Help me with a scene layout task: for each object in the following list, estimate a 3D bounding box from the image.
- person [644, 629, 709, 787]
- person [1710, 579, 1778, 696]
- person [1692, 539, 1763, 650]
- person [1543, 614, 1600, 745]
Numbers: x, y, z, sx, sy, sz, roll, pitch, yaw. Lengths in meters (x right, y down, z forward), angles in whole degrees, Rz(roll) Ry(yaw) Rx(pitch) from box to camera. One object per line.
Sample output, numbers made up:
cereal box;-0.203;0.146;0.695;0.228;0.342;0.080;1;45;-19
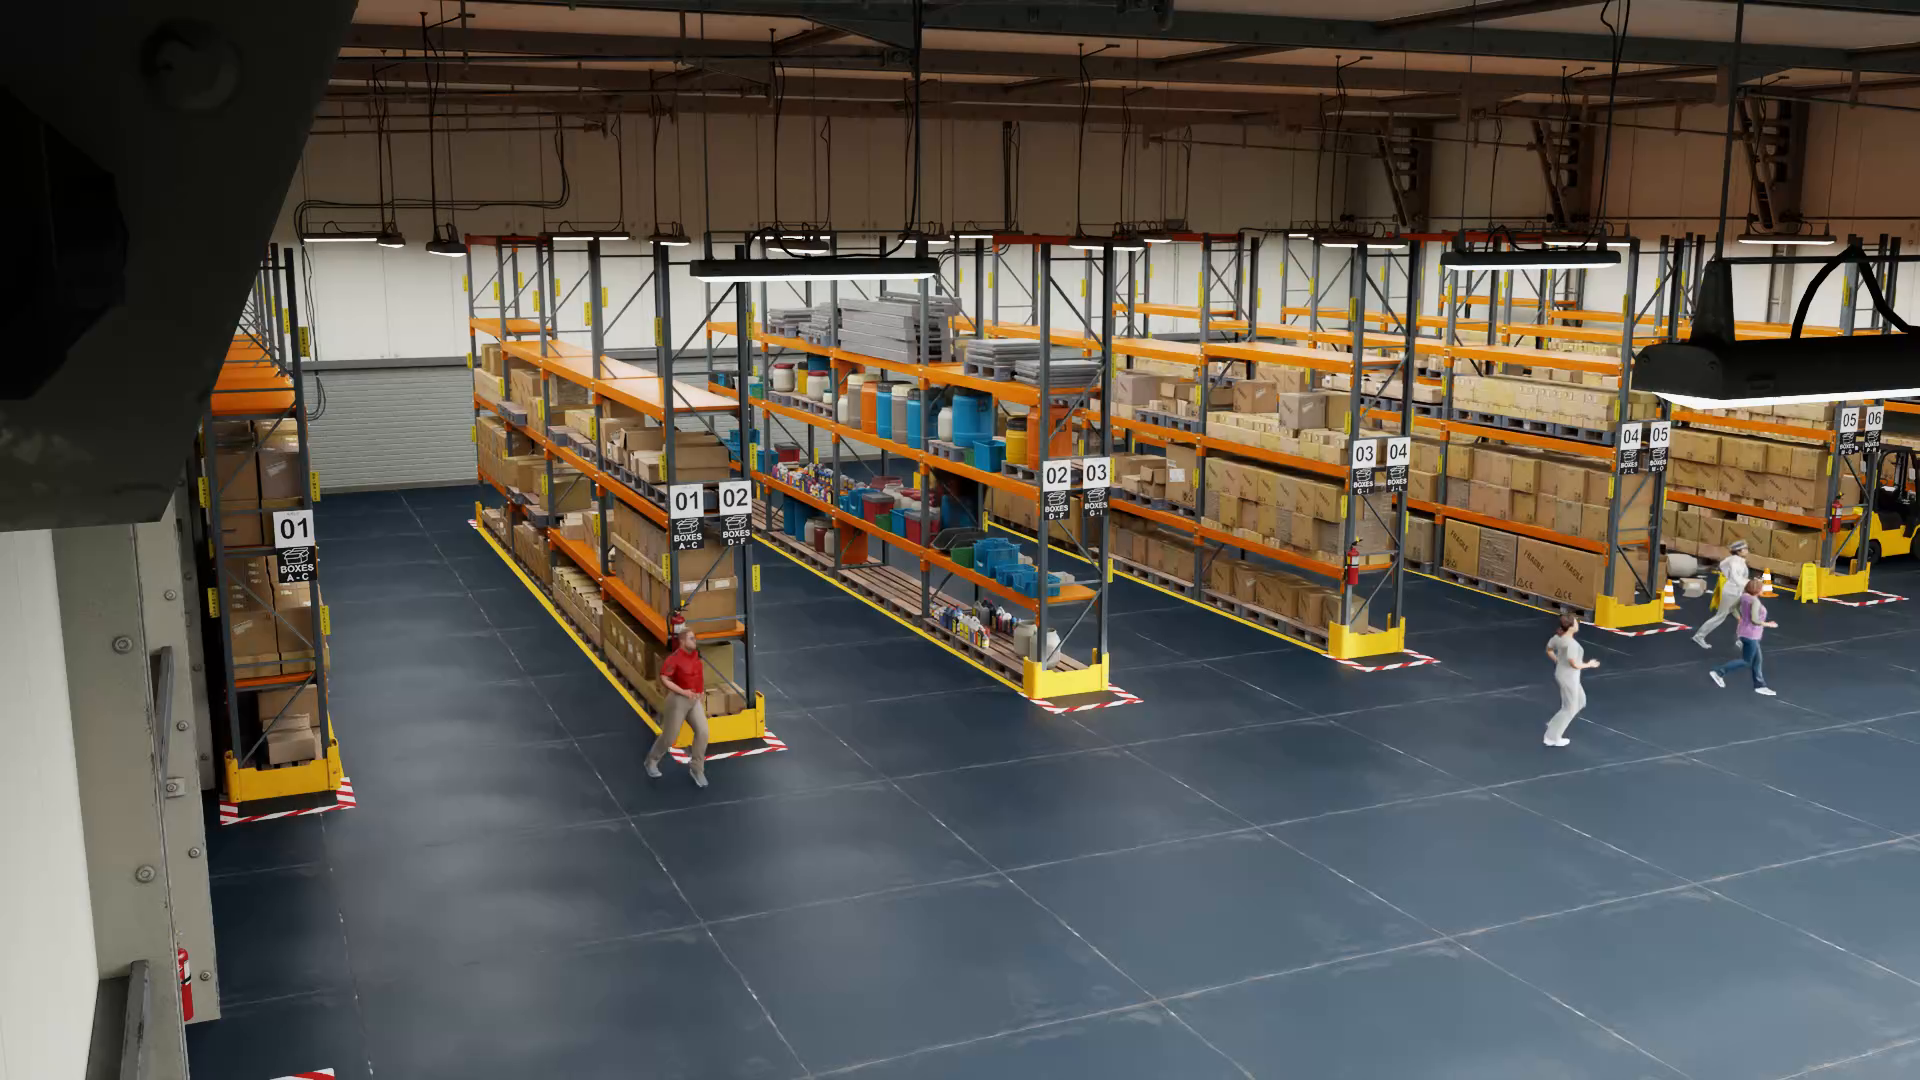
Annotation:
person;-3.139;1.893;18.965;0.825;1.759;0.748;7;13;34
person;10.508;1.309;22.203;0.880;1.579;0.545;2;11;9
person;11.316;0.824;24.461;0.877;1.741;0.615;6;13;29
person;7.385;1.683;20.081;0.577;1.631;0.552;0;11;1
